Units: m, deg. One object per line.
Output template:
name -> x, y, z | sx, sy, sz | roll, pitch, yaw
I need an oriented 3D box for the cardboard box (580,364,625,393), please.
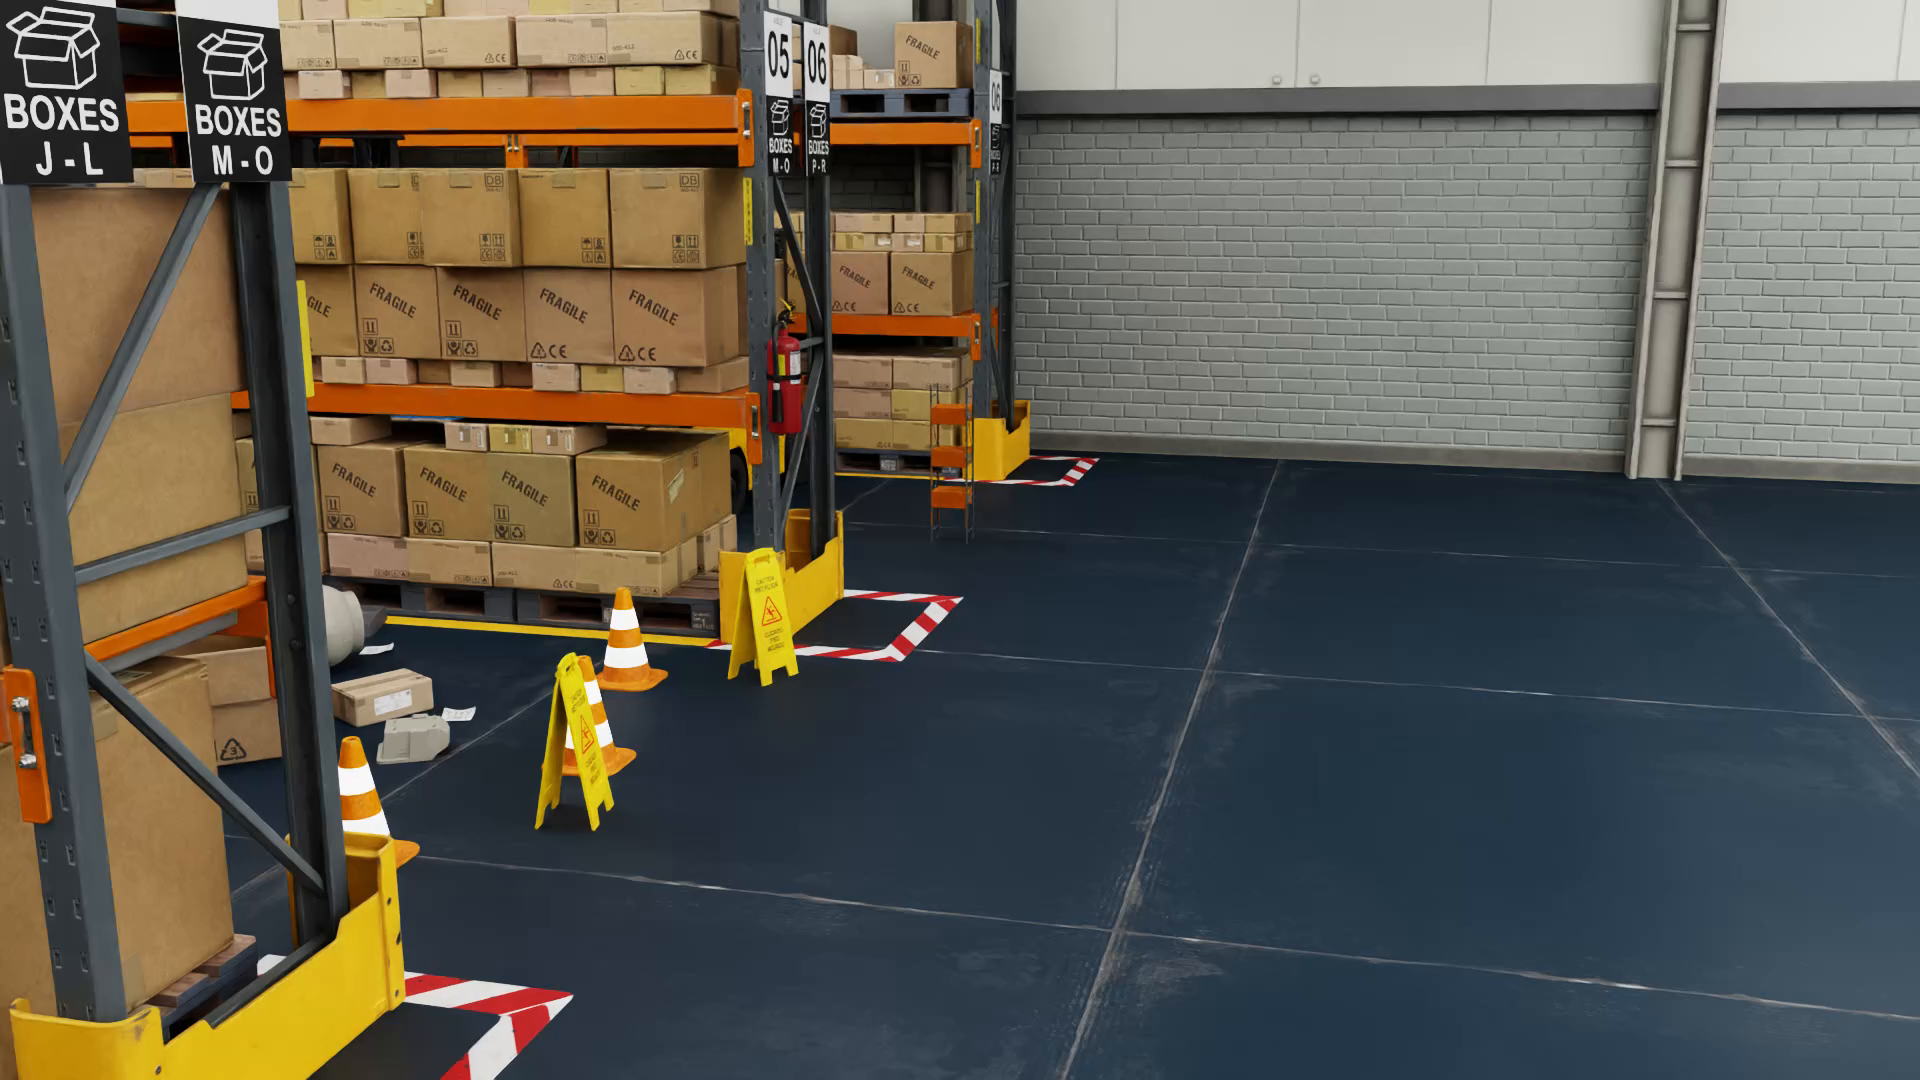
cardboard box -> -1.830, -0.886, 8.882 | 0.250, 0.149, 0.380 | 3, 13, 13

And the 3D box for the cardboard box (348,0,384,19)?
cardboard box -> -3.026, -2.817, 8.819 | 0.250, 0.149, 0.380 | 3, 13, 15

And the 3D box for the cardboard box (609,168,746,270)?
cardboard box -> -1.447, -1.689, 8.697 | 0.500, 0.500, 0.700 | 3, 13, 12

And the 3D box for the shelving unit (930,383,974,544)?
shelving unit -> -0.052, -0.515, 11.133 | 0.252, 1.050, 0.215 | 3, 13, 14

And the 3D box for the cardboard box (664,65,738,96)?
cardboard box -> -1.313, -2.328, 8.456 | 0.250, 0.149, 0.380 | 3, 13, 14

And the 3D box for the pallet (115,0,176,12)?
pallet -> -2.710, -1.438, 4.068 | 1.213, 0.211, 1.003 | 3, 13, 14

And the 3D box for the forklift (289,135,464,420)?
forklift -> -5.021, -1.836, 12.742 | 3.031, 2.935, 1.130 | 8, 15, 32

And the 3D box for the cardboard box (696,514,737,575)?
cardboard box -> -1.616, 0.011, 9.639 | 0.500, 0.250, 0.500 | 3, 13, 13

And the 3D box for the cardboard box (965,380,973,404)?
cardboard box -> -0.120, -1.245, 14.146 | 0.500, 0.250, 0.500 | 3, 13, 15

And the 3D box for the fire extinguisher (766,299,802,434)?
fire extinguisher -> -0.899, -0.886, 8.480 | 0.183, 0.674, 0.296 | 3, 13, 14

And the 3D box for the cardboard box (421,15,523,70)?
cardboard box -> -2.454, -2.585, 8.694 | 0.500, 0.250, 0.500 | 3, 13, 15

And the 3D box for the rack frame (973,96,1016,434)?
rack frame -> 0.286, -2.071, 13.641 | 0.127, 3.000, 1.000 | 3, 13, 14

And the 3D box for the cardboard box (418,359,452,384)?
cardboard box -> -2.793, -0.962, 9.223 | 0.250, 0.149, 0.380 | 3, 13, 14

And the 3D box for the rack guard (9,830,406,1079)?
rack guard -> -1.964, 1.241, 4.485 | 0.348, 0.500, 1.175 | 3, 13, 14

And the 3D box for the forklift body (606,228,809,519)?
forklift body -> -1.992, -1.371, 12.447 | 1.214, 2.155, 2.313 | 3, 13, 14

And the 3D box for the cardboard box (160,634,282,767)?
cardboard box -> -3.211, 0.633, 7.217 | 0.637, 0.503, 0.797 | -6, 14, -25

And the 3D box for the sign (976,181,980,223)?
sign -> 0.143, -2.638, 12.979 | 0.005, 0.325, 0.100 | 3, 13, 14

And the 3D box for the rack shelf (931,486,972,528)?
rack shelf -> -0.052, -0.234, 11.195 | 0.240, 0.259, 0.215 | 3, 13, 14

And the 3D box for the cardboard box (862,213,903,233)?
cardboard box -> -0.619, -2.570, 13.476 | 0.250, 0.149, 0.380 | 3, 13, 15

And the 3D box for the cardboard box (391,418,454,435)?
cardboard box -> -3.154, -0.436, 9.923 | 0.500, 0.500, 0.500 | 4, 13, 17

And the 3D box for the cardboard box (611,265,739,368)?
cardboard box -> -1.492, -1.191, 8.758 | 0.500, 0.500, 0.500 | 3, 13, 13

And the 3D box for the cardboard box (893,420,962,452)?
cardboard box -> -0.245, -0.891, 13.704 | 0.500, 0.250, 0.500 | 3, 13, 14

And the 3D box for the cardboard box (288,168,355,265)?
cardboard box -> -3.436, -1.785, 9.128 | 0.500, 0.500, 0.700 | 3, 13, 12

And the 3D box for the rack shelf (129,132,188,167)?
rack shelf -> -6.724, -2.451, 10.092 | 4.000, 0.370, 1.077 | 3, 13, 14

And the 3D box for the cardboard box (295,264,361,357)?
cardboard box -> -3.445, -1.297, 9.236 | 0.500, 0.500, 0.500 | 3, 13, 13

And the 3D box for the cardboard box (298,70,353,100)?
cardboard box -> -3.308, -2.423, 8.883 | 0.250, 0.149, 0.380 | 3, 13, 12

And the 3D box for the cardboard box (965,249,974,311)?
cardboard box -> -0.128, -2.203, 14.009 | 0.500, 0.500, 0.500 | 3, 13, 15

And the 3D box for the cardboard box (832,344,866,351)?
cardboard box -> -1.104, -1.539, 14.317 | 0.500, 0.250, 0.500 | 3, 13, 13

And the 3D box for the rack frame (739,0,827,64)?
rack frame -> -0.899, -3.955, 8.286 | 0.127, 3.000, 1.000 | 3, 13, 14

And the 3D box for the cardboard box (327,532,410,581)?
cardboard box -> -3.238, 0.043, 9.494 | 0.500, 0.250, 0.500 | 3, 13, 13

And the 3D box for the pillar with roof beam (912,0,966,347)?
pillar with roof beam -> -1.205, -4.320, 9.928 | 0.400, 9.000, 9.100 | 3, 13, 14

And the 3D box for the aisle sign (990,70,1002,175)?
aisle sign -> 0.280, -3.275, 13.066 | 0.004, 0.787, 0.394 | 3, 13, 14

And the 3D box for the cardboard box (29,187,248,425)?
cardboard box -> -2.338, -0.608, 4.210 | 0.550, 0.550, 0.875 | 3, 13, 14

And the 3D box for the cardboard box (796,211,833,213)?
cardboard box -> -1.224, -2.734, 14.215 | 0.250, 0.149, 0.380 | 3, 13, 12

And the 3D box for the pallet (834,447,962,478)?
pallet -> -0.466, -0.740, 14.082 | 1.213, 0.211, 1.003 | 3, 13, 14

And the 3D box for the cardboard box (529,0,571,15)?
cardboard box -> -2.026, -2.768, 8.598 | 0.250, 0.149, 0.380 | 3, 13, 14

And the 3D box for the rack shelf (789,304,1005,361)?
rack shelf -> -1.655, -1.823, 14.187 | 4.000, 0.370, 1.077 | 3, 13, 14

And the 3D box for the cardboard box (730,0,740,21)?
cardboard box -> -1.195, -2.819, 8.828 | 0.250, 0.149, 0.380 | 3, 13, 13

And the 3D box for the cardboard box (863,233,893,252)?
cardboard box -> -0.610, -2.428, 13.526 | 0.250, 0.149, 0.380 | 3, 13, 15

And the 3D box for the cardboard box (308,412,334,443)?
cardboard box -> -3.668, -0.647, 9.373 | 0.250, 0.149, 0.380 | 4, 13, 16

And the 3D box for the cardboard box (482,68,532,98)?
cardboard box -> -2.295, -2.385, 8.713 | 0.250, 0.149, 0.380 | 3, 13, 13

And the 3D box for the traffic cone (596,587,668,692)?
traffic cone -> -1.626, 0.461, 8.088 | 0.334, 0.463, 0.336 | 3, 13, 14

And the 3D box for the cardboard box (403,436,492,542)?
cardboard box -> -2.735, -0.296, 9.290 | 0.500, 0.500, 0.500 | 3, 13, 12

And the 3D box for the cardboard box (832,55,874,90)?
cardboard box -> -0.837, -3.715, 13.240 | 0.258, 0.266, 0.396 | 3, 13, 14

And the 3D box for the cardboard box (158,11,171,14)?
cardboard box -> -4.296, -2.873, 9.071 | 0.250, 0.149, 0.380 | 3, 13, 15

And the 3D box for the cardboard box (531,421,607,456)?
cardboard box -> -2.112, -0.564, 8.999 | 0.250, 0.149, 0.380 | 3, 13, 15
